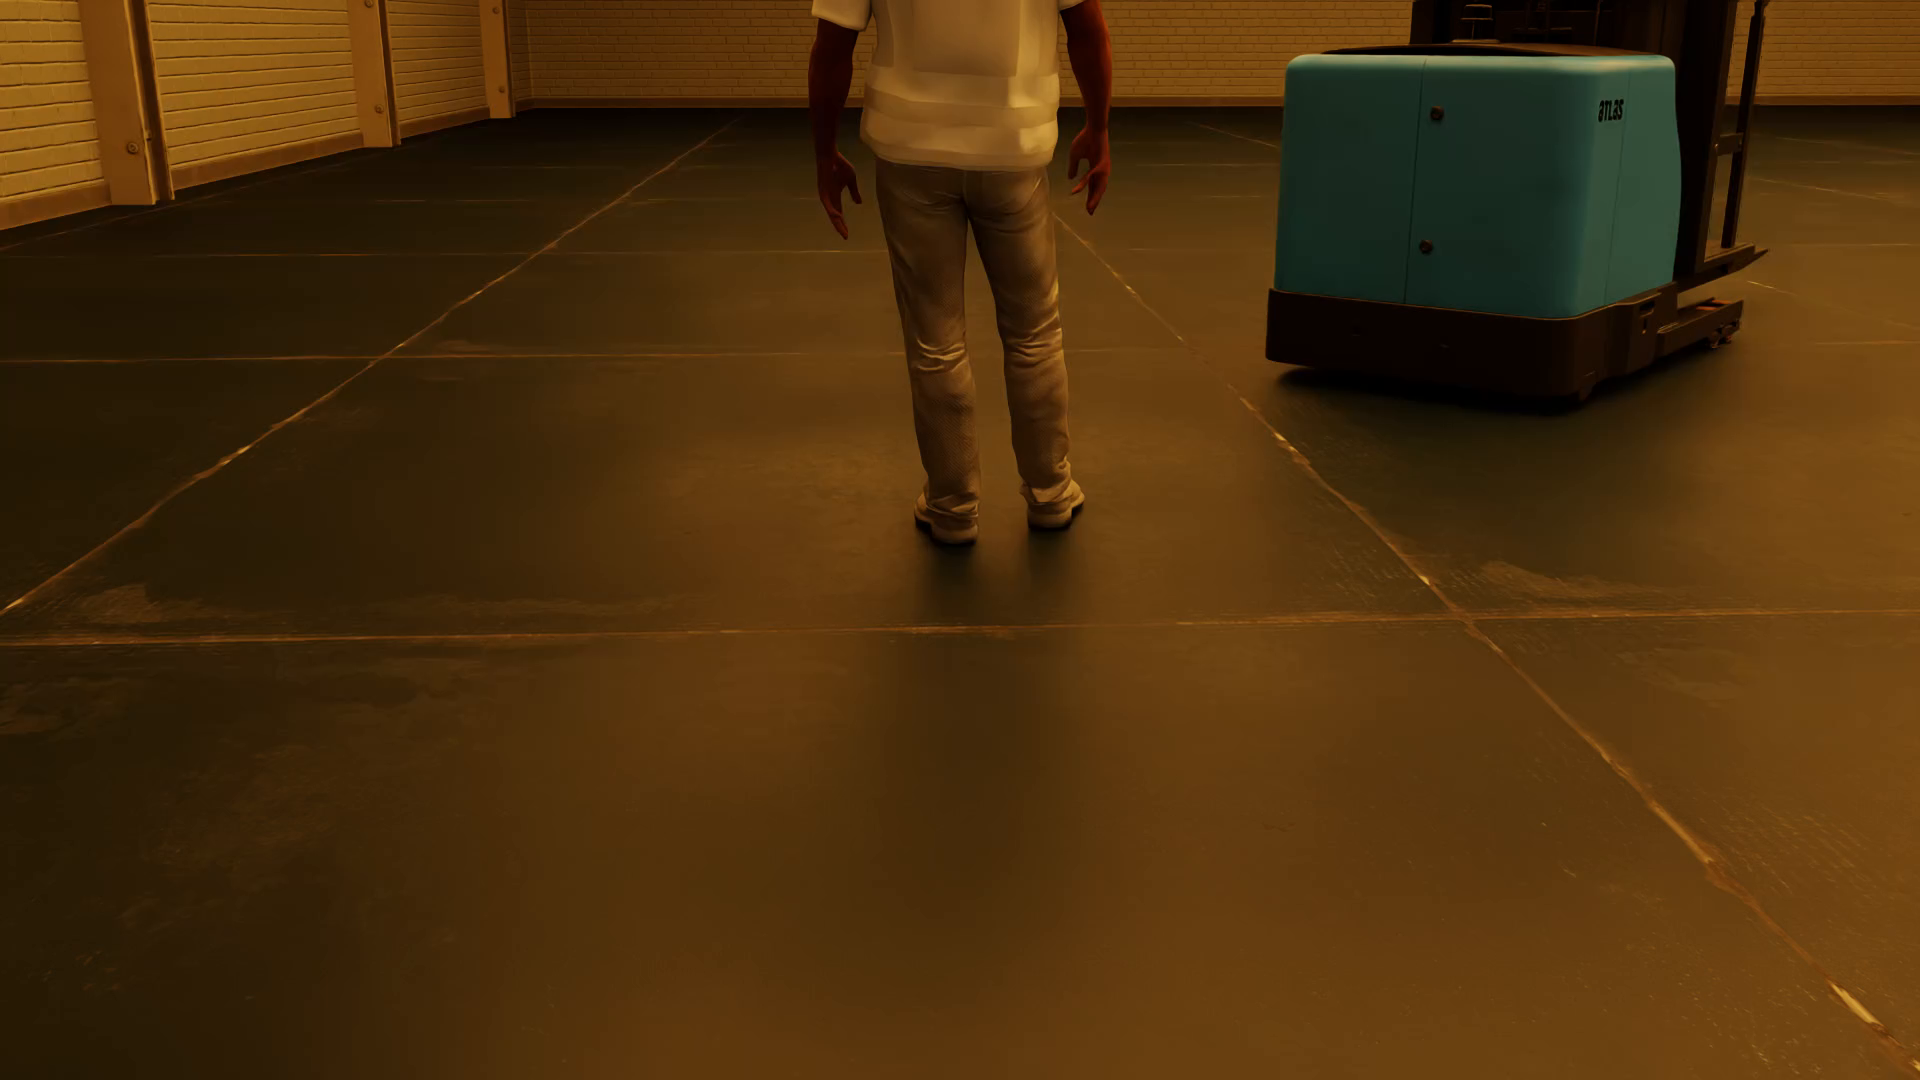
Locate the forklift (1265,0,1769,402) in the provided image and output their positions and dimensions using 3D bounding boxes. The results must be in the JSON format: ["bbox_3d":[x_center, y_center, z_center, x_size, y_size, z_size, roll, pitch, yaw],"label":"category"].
[{"bbox_3d":[2.368,-2.200,6.098,1.130,2.935,3.031,13,21,37],"label":"forklift"}]

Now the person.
[{"bbox_3d":[0.002,-0.872,3.724,0.666,1.765,0.577,-1,17,-3],"label":"person"}]
